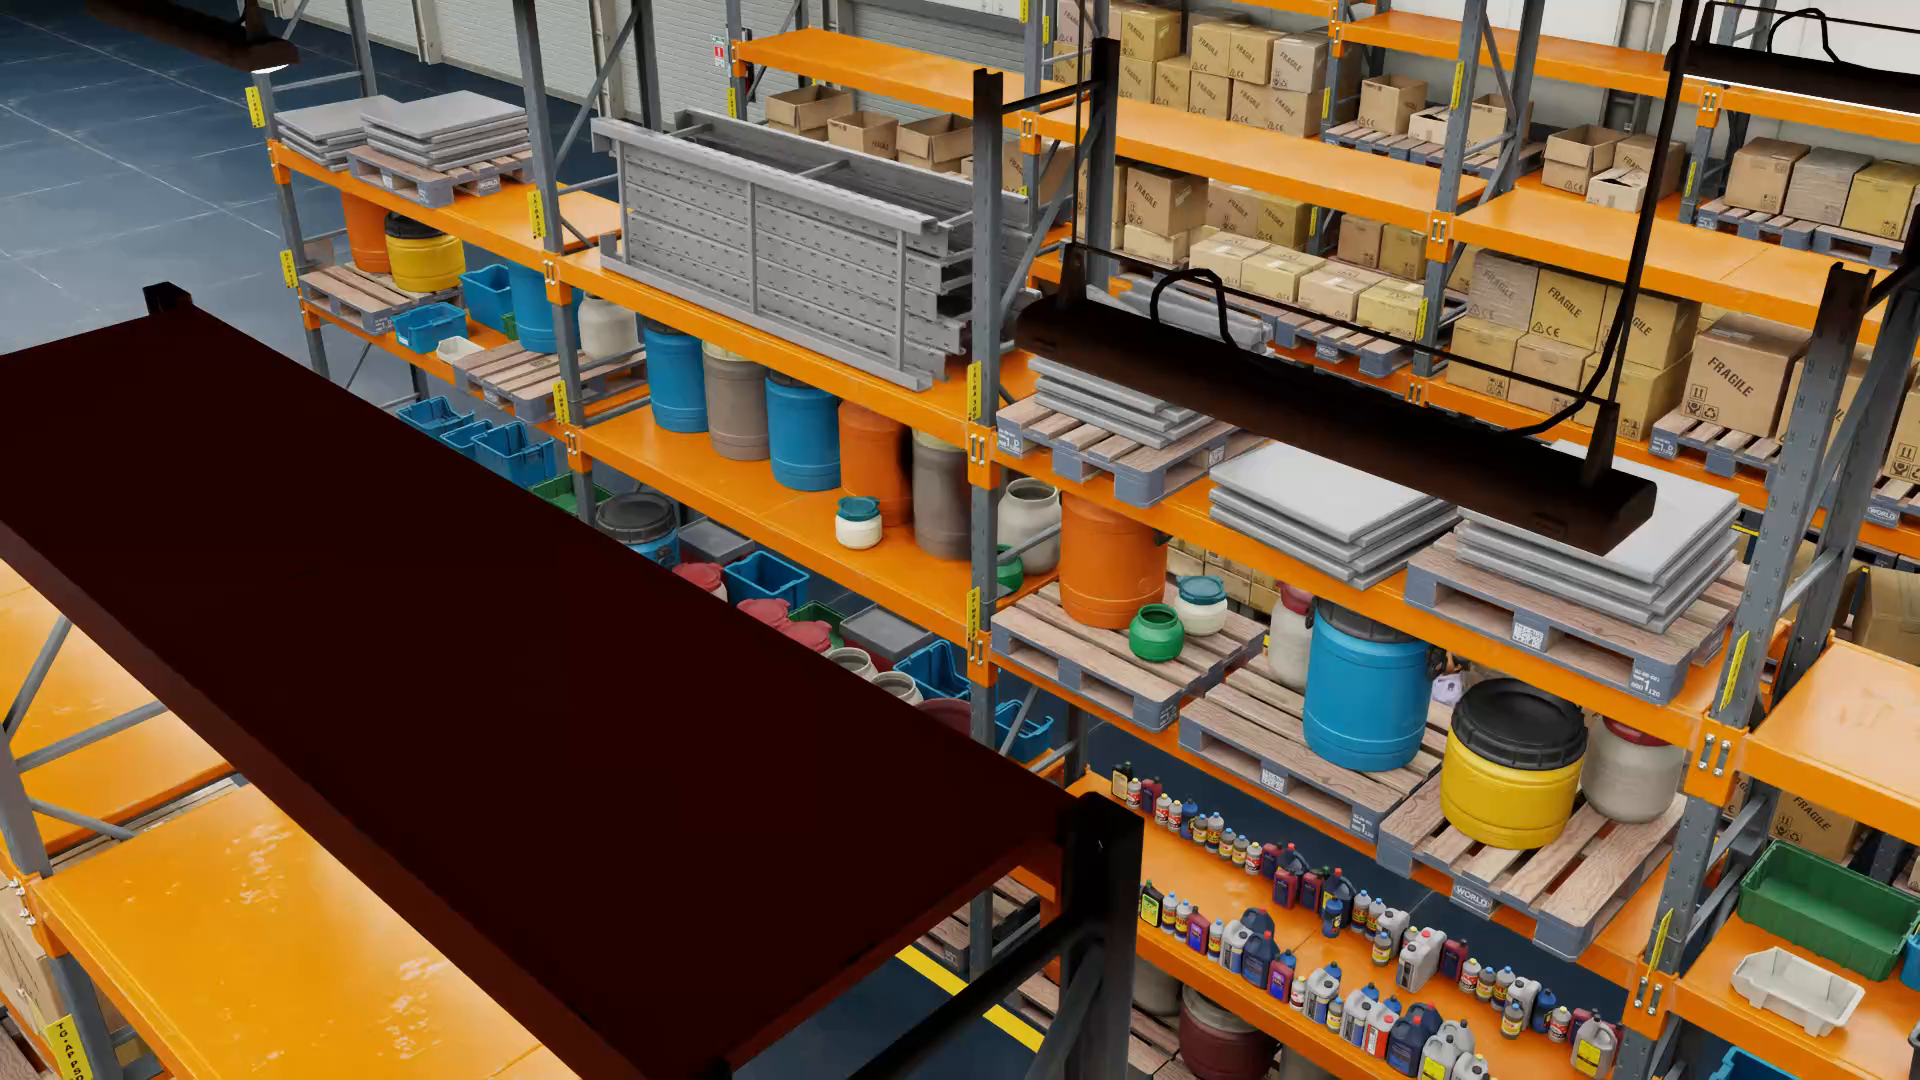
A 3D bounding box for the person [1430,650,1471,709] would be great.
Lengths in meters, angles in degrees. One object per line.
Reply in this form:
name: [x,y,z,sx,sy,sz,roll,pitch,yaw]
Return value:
person: [3.408,1.433,11.973,0.917,1.586,0.548,20,35,32]
